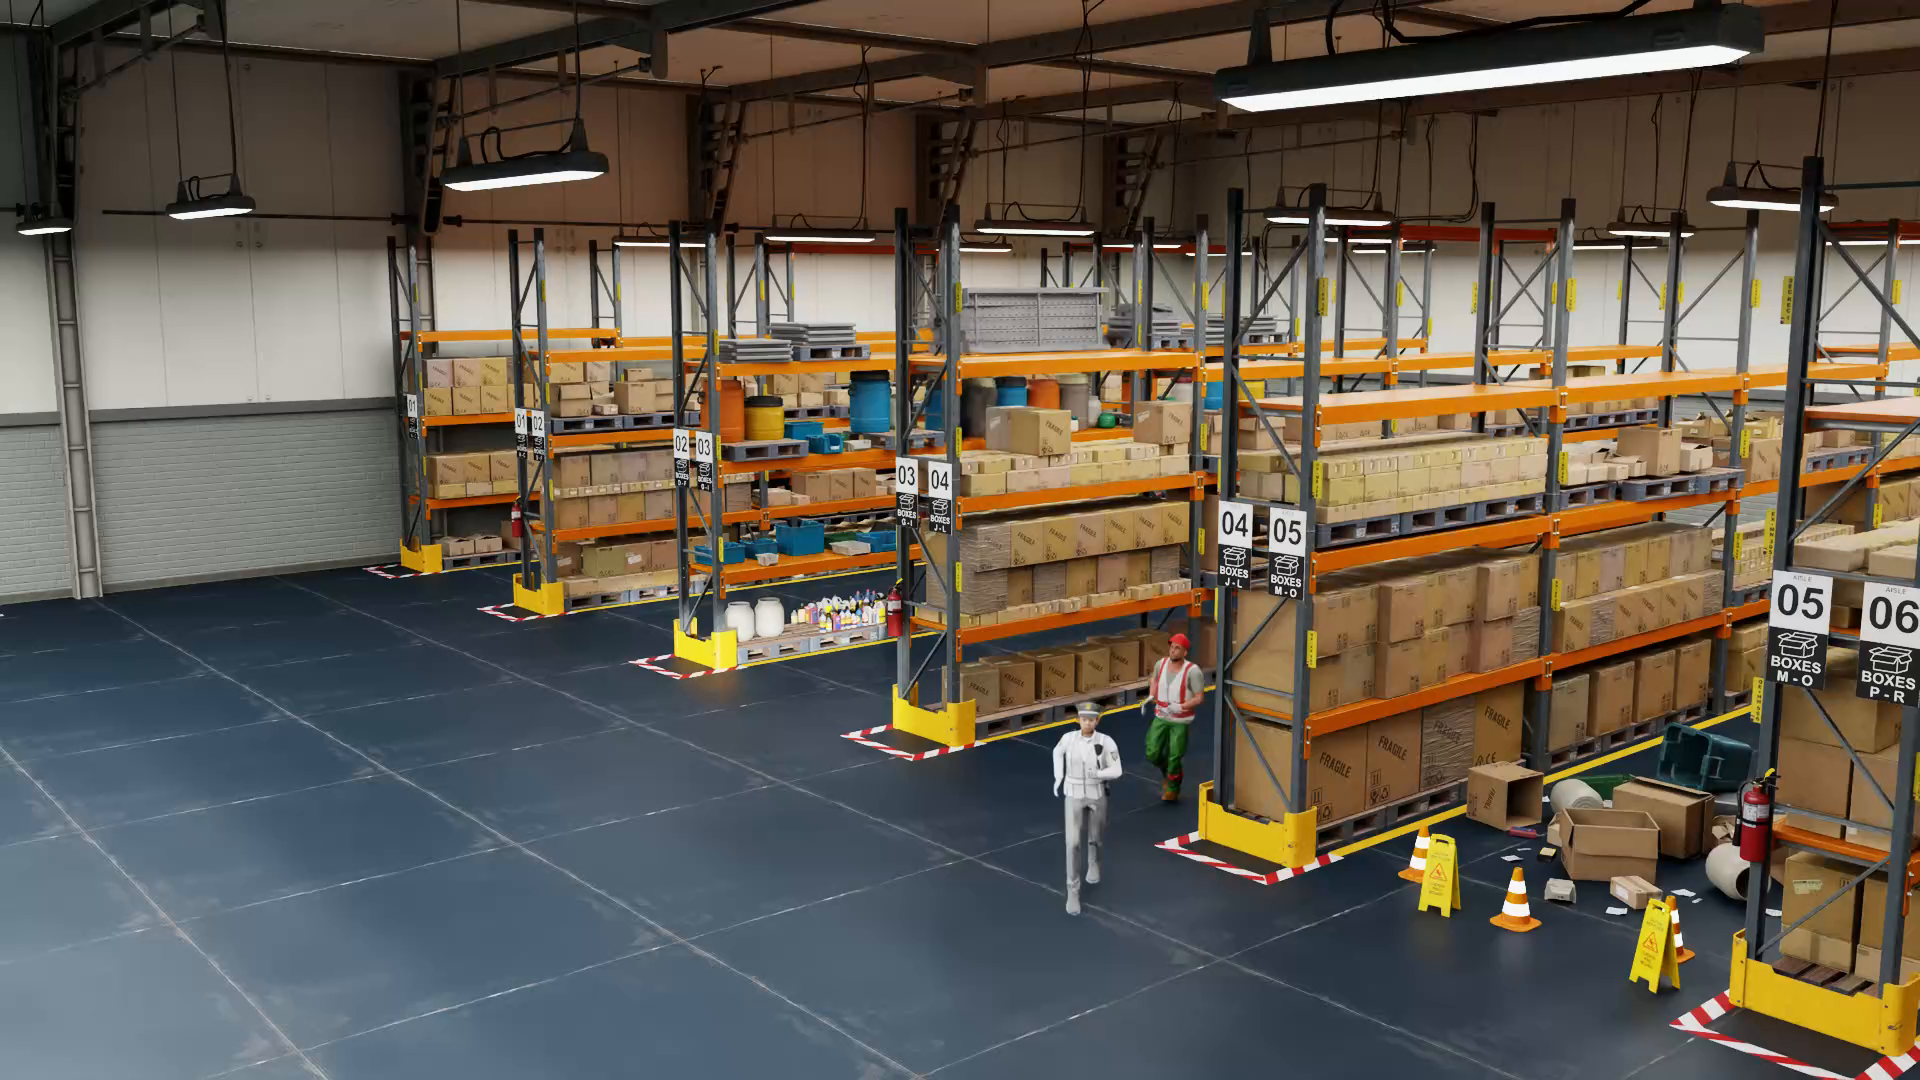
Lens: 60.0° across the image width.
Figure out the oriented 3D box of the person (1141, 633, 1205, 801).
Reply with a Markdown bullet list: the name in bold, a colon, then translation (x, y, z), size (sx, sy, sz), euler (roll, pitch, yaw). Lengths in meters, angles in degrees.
- **person**: translation (2.105, 1.775, 16.556), size (0.670, 1.719, 0.550), euler (5, 10, 29)

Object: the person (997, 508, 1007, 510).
- **person**: translation (0.550, -0.299, 28.261), size (0.616, 1.662, 0.806), euler (9, 12, 44)

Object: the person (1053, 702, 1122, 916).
- **person**: translation (1.066, 2.188, 13.987), size (0.593, 1.725, 0.854), euler (1, 9, 7)
